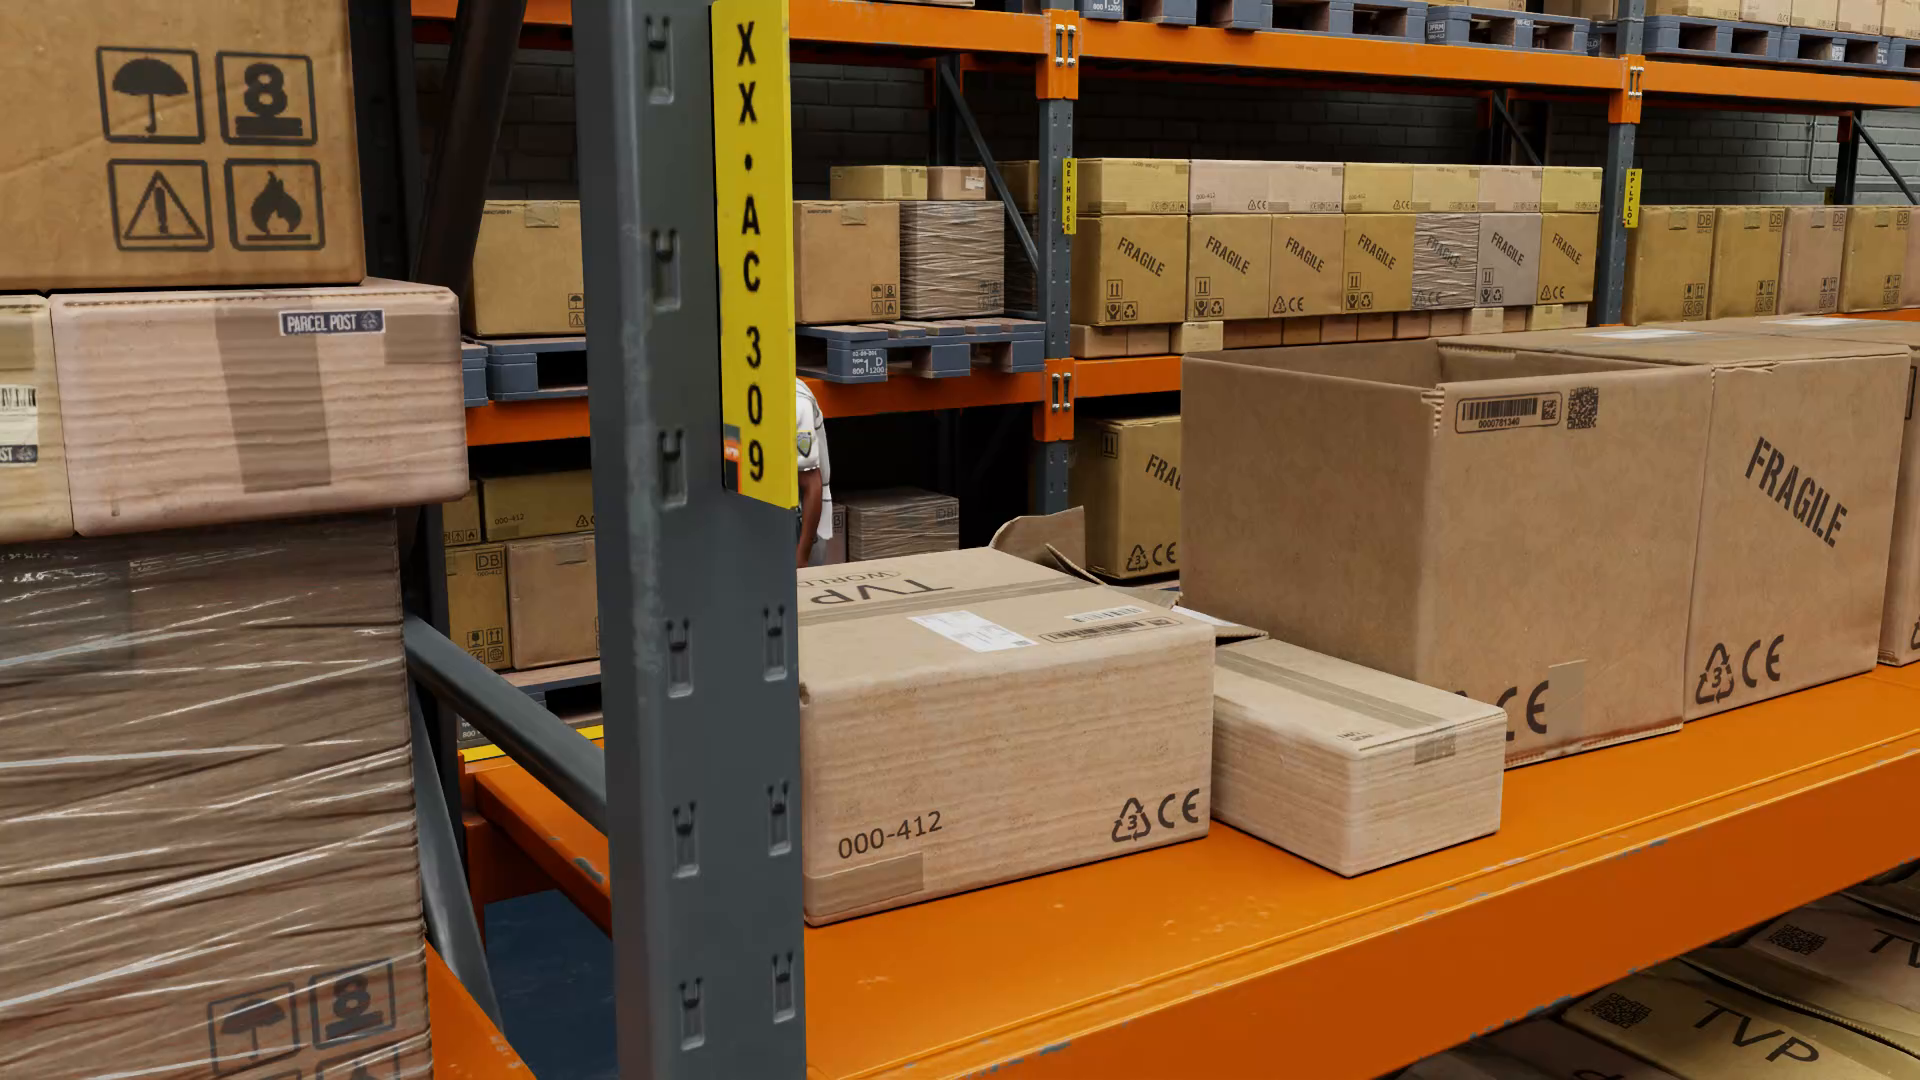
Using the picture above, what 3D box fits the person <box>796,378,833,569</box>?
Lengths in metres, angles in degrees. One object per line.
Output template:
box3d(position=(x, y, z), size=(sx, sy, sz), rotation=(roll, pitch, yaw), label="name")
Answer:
box3d(position=(-0.685, 0.022, 5.840), size=(0.427, 1.658, 0.526), rotation=(-8, 14, -36), label="person")
